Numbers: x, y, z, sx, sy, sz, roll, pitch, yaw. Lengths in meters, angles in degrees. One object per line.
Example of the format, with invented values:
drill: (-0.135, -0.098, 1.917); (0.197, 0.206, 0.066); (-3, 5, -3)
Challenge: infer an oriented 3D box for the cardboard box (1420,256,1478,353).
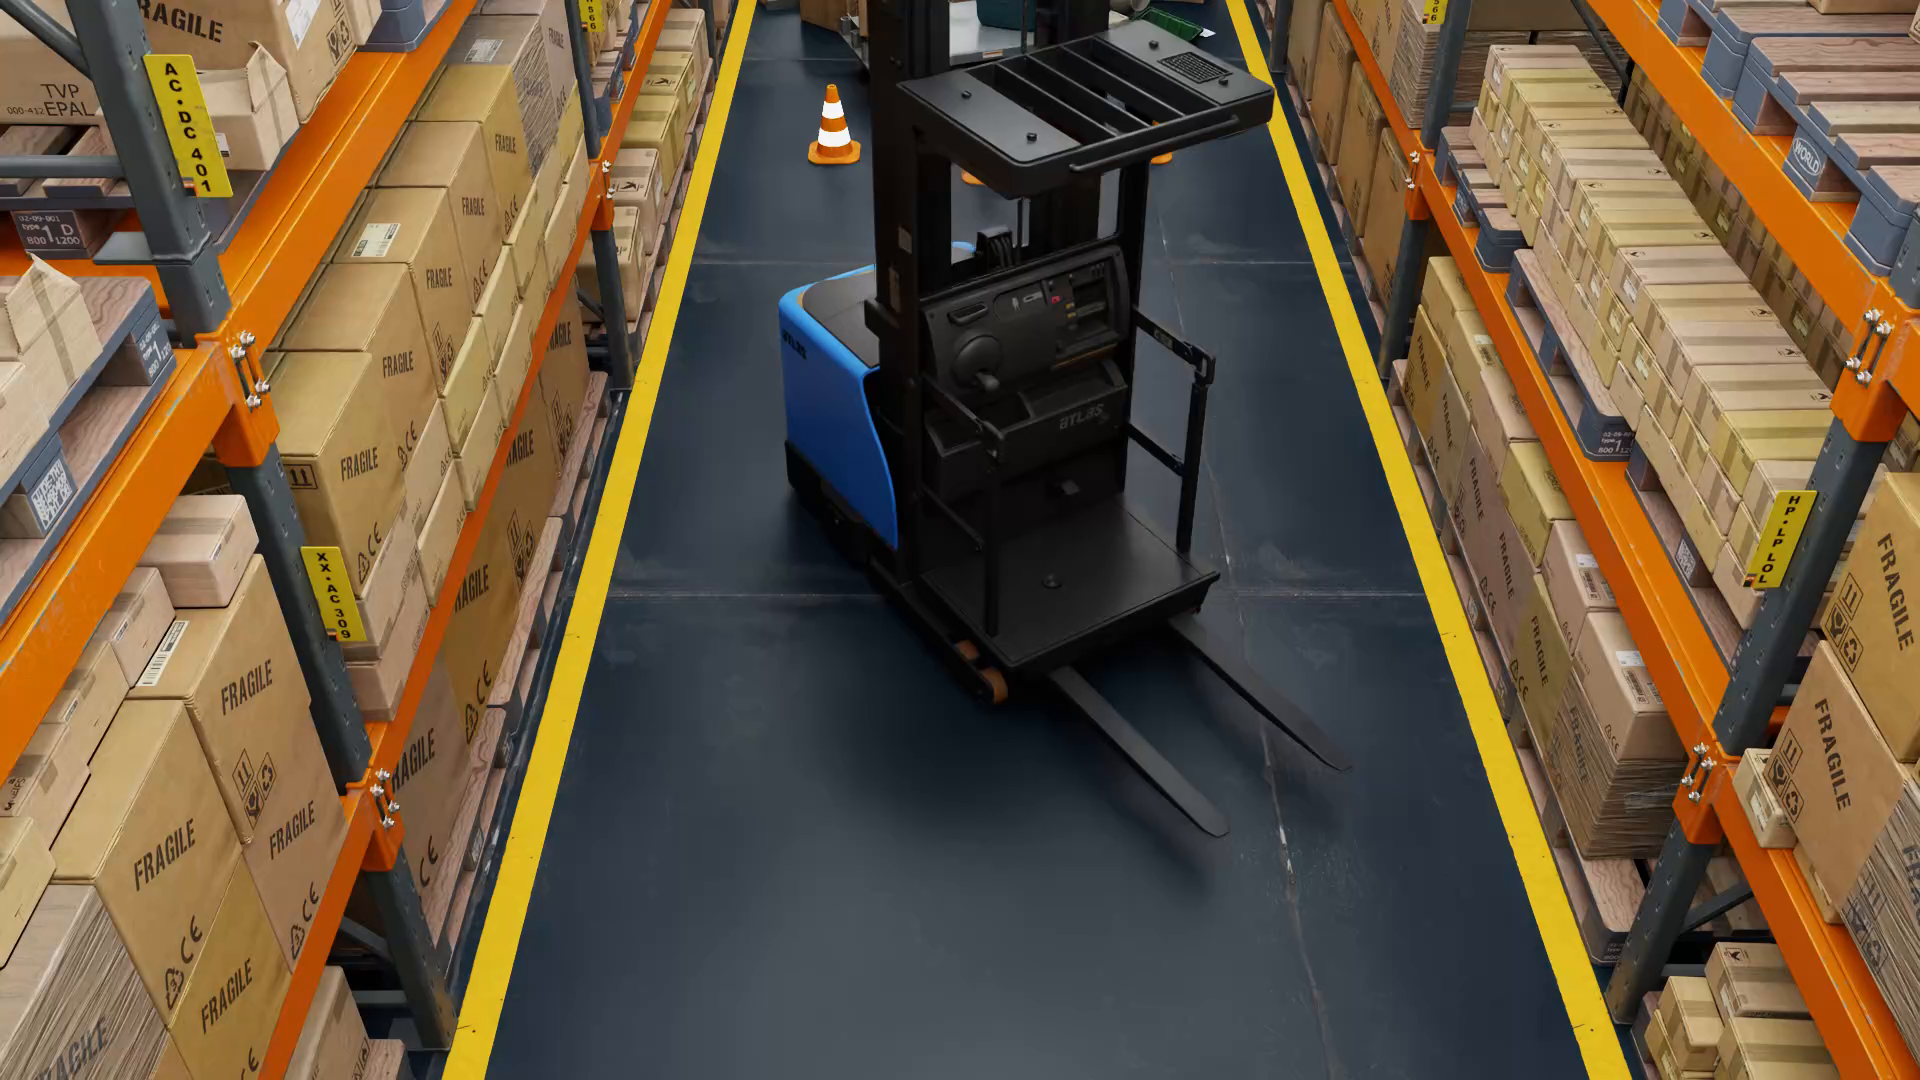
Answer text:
cardboard box: (2.488, -1.102, 7.789); (0.500, 0.250, 0.500); (-2, 39, -2)

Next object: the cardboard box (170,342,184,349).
cardboard box: (-2.476, -0.516, 5.115); (0.500, 0.500, 0.500); (1, 39, 1)

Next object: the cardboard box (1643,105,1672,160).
cardboard box: (3.187, -1.758, 7.173); (0.380, 0.149, 0.250); (1, 39, 2)

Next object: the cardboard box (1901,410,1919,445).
cardboard box: (3.189, -0.430, 5.277); (0.380, 0.149, 0.250); (0, 39, 0)

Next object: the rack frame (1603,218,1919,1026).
rack frame: (2.734, 0.450, 4.790); (1.000, 3.000, 0.127); (0, 39, 0)

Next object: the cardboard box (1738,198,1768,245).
cardboard box: (3.188, -1.235, 6.282); (0.380, 0.149, 0.250); (2, 39, 2)

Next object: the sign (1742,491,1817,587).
sign: (2.179, 0.000, 4.425); (0.100, 0.325, 0.005); (0, 39, 0)

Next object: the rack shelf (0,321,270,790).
rack shelf: (-2.214, 0.877, 2.433); (1.077, 0.370, 4.000); (0, 39, 0)

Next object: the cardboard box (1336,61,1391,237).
cardboard box: (2.814, -2.265, 9.641); (1.050, 0.750, 0.750); (1, 39, 1)

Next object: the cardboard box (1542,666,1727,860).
cardboard box: (2.481, 0.798, 6.018); (0.500, 0.500, 0.500); (-1, 39, -1)

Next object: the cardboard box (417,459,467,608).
cardboard box: (-1.955, -0.024, 5.501); (0.500, 0.250, 0.500); (-1, 39, -1)

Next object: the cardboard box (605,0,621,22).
cardboard box: (-1.997, -2.912, 8.331); (0.500, 0.500, 0.500); (2, 39, 2)

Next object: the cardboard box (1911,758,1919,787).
cardboard box: (2.507, 0.511, 3.597); (0.500, 0.500, 0.500); (-1, 39, -1)

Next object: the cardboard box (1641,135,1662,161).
cardboard box: (3.188, -1.654, 7.281); (0.380, 0.149, 0.250); (0, 39, 0)

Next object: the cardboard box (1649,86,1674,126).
cardboard box: (3.186, -1.887, 7.095); (0.380, 0.149, 0.250); (0, 39, -1)

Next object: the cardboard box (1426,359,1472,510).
cardboard box: (2.479, -0.483, 7.618); (0.500, 0.500, 0.500); (0, 39, 0)

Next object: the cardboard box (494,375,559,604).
cardboard box: (-2.306, -0.330, 7.126); (0.875, 0.875, 0.875); (0, 39, 1)

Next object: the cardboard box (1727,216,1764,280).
cardboard box: (3.189, -1.119, 6.374); (0.380, 0.149, 0.250); (1, 39, 1)

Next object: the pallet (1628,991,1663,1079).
pallet: (2.770, 1.958, 5.138); (1.003, 0.211, 1.213); (0, 39, 0)

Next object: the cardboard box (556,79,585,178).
cardboard box: (-1.966, -1.819, 7.341); (0.500, 0.250, 0.500); (0, 39, 0)

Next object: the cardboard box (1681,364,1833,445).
cardboard box: (2.539, -0.429, 5.276); (0.380, 0.149, 0.250); (-1, 39, -1)

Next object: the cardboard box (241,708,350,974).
cardboard box: (-1.960, 0.767, 4.314); (0.500, 0.500, 0.500); (0, 39, 0)

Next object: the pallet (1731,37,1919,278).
pallet: (2.840, -1.034, 4.393); (1.213, 0.211, 1.003); (0, 39, 0)

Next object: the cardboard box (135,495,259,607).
cardboard box: (-1.897, 0.026, 3.920); (0.380, 0.149, 0.250); (-1, 39, -1)

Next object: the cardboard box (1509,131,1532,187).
cardboard box: (2.535, -1.595, 6.969); (0.380, 0.149, 0.250); (-1, 39, -1)

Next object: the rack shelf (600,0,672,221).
rack shelf: (-2.223, -2.955, 9.614); (1.077, 0.370, 4.000); (0, 39, 0)

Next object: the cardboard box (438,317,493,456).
cardboard box: (-1.937, -0.537, 5.742); (0.500, 0.250, 0.500); (0, 39, 1)

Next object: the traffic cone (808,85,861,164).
traffic cone: (-0.824, -2.722, 10.777); (0.336, 0.463, 0.334); (0, 39, 0)

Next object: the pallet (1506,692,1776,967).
pallet: (2.732, 1.051, 6.270); (1.003, 0.211, 1.213); (0, 39, 0)

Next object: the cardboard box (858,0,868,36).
cardboard box: (-0.445, -3.827, 11.520); (0.500, 0.500, 0.500); (0, 39, 0)

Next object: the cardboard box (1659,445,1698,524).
cardboard box: (2.536, -0.183, 5.445); (0.380, 0.149, 0.250); (0, 39, 0)

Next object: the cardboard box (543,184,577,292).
cardboard box: (-1.944, -1.291, 7.082); (0.500, 0.250, 0.500); (1, 39, 1)

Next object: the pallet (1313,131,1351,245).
pallet: (2.805, -2.218, 10.349); (1.003, 0.211, 1.213); (0, 39, 0)

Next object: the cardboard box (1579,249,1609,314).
cardboard box: (2.536, -0.957, 6.173); (0.380, 0.149, 0.250); (1, 39, 2)

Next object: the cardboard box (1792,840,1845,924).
cardboard box: (2.482, 0.886, 4.446); (0.380, 0.149, 0.250); (1, 39, 1)

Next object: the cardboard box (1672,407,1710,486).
cardboard box: (2.537, -0.301, 5.354); (0.380, 0.149, 0.250); (2, 39, 2)

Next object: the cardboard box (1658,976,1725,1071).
cardboard box: (2.414, 1.509, 5.174); (0.380, 0.149, 0.250); (2, 39, 2)

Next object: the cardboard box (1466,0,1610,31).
cardboard box: (2.739, -2.762, 7.918); (0.700, 0.500, 0.500); (0, 39, 0)

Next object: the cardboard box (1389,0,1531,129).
cardboard box: (2.460, -2.372, 8.232); (0.500, 0.500, 0.500); (0, 39, 0)

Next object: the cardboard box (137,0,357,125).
cardboard box: (-1.927, -1.408, 4.294); (0.500, 0.500, 0.500); (-1, 39, -1)

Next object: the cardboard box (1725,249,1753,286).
cardboard box: (3.186, -1.007, 6.474); (0.380, 0.149, 0.250); (1, 39, 1)

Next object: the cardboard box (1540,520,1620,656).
cardboard box: (2.493, 0.181, 6.188); (0.500, 0.250, 0.500); (2, 39, 2)

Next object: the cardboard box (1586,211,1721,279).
cardboard box: (2.536, -1.083, 6.092); (0.380, 0.149, 0.250); (-1, 39, -1)

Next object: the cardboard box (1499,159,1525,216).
cardboard box: (2.529, -1.501, 7.090); (0.380, 0.149, 0.250); (2, 39, 2)

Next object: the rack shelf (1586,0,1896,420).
rack shelf: (2.732, -1.691, 5.638); (1.077, 0.370, 4.000); (0, 39, 0)

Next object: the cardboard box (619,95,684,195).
cardboard box: (-2.215, -2.413, 10.127); (0.950, 0.372, 0.625); (1, 39, 1)

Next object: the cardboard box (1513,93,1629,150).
cardboard box: (2.535, -1.739, 6.911); (0.380, 0.149, 0.250); (0, 39, 0)

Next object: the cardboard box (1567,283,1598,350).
cardboard box: (2.530, -0.846, 6.272); (0.380, 0.149, 0.250); (-1, 39, -2)

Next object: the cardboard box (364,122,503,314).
cardboard box: (-1.962, -1.143, 5.899); (0.500, 0.500, 0.500); (-1, 39, -1)

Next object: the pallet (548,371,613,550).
pallet: (-2.295, -0.404, 8.085); (1.003, 0.211, 1.213); (0, 39, 0)

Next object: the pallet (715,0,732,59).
pallet: (-2.261, -3.818, 12.346); (1.003, 0.211, 1.213); (0, 39, 0)

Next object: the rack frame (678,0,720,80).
rack frame: (-2.225, -4.487, 10.950); (1.000, 3.000, 0.127); (0, 39, 0)

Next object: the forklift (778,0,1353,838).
forklift: (0.394, -0.795, 6.398); (1.130, 2.935, 3.031); (-22, 44, -25)

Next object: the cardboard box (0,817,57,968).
cardboard box: (-1.961, 0.662, 3.127); (0.380, 0.149, 0.250); (0, 39, 0)

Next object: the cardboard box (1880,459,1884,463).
cardboard box: (3.191, -0.193, 5.457); (0.380, 0.149, 0.250); (0, 39, 0)

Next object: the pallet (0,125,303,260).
pallet: (-2.266, -1.153, 4.544); (0.805, 0.209, 1.217); (-1, 39, -2)

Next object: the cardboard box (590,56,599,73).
cardboard box: (-2.002, -2.431, 8.250); (0.380, 0.149, 0.250); (-2, 39, -3)

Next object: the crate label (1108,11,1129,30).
crate label: (1.122, -3.853, 12.449); (0.298, 0.136, 0.250); (-28, 46, -30)

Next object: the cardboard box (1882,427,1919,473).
cardboard box: (3.190, -0.303, 5.356); (0.380, 0.149, 0.250); (1, 39, 1)
